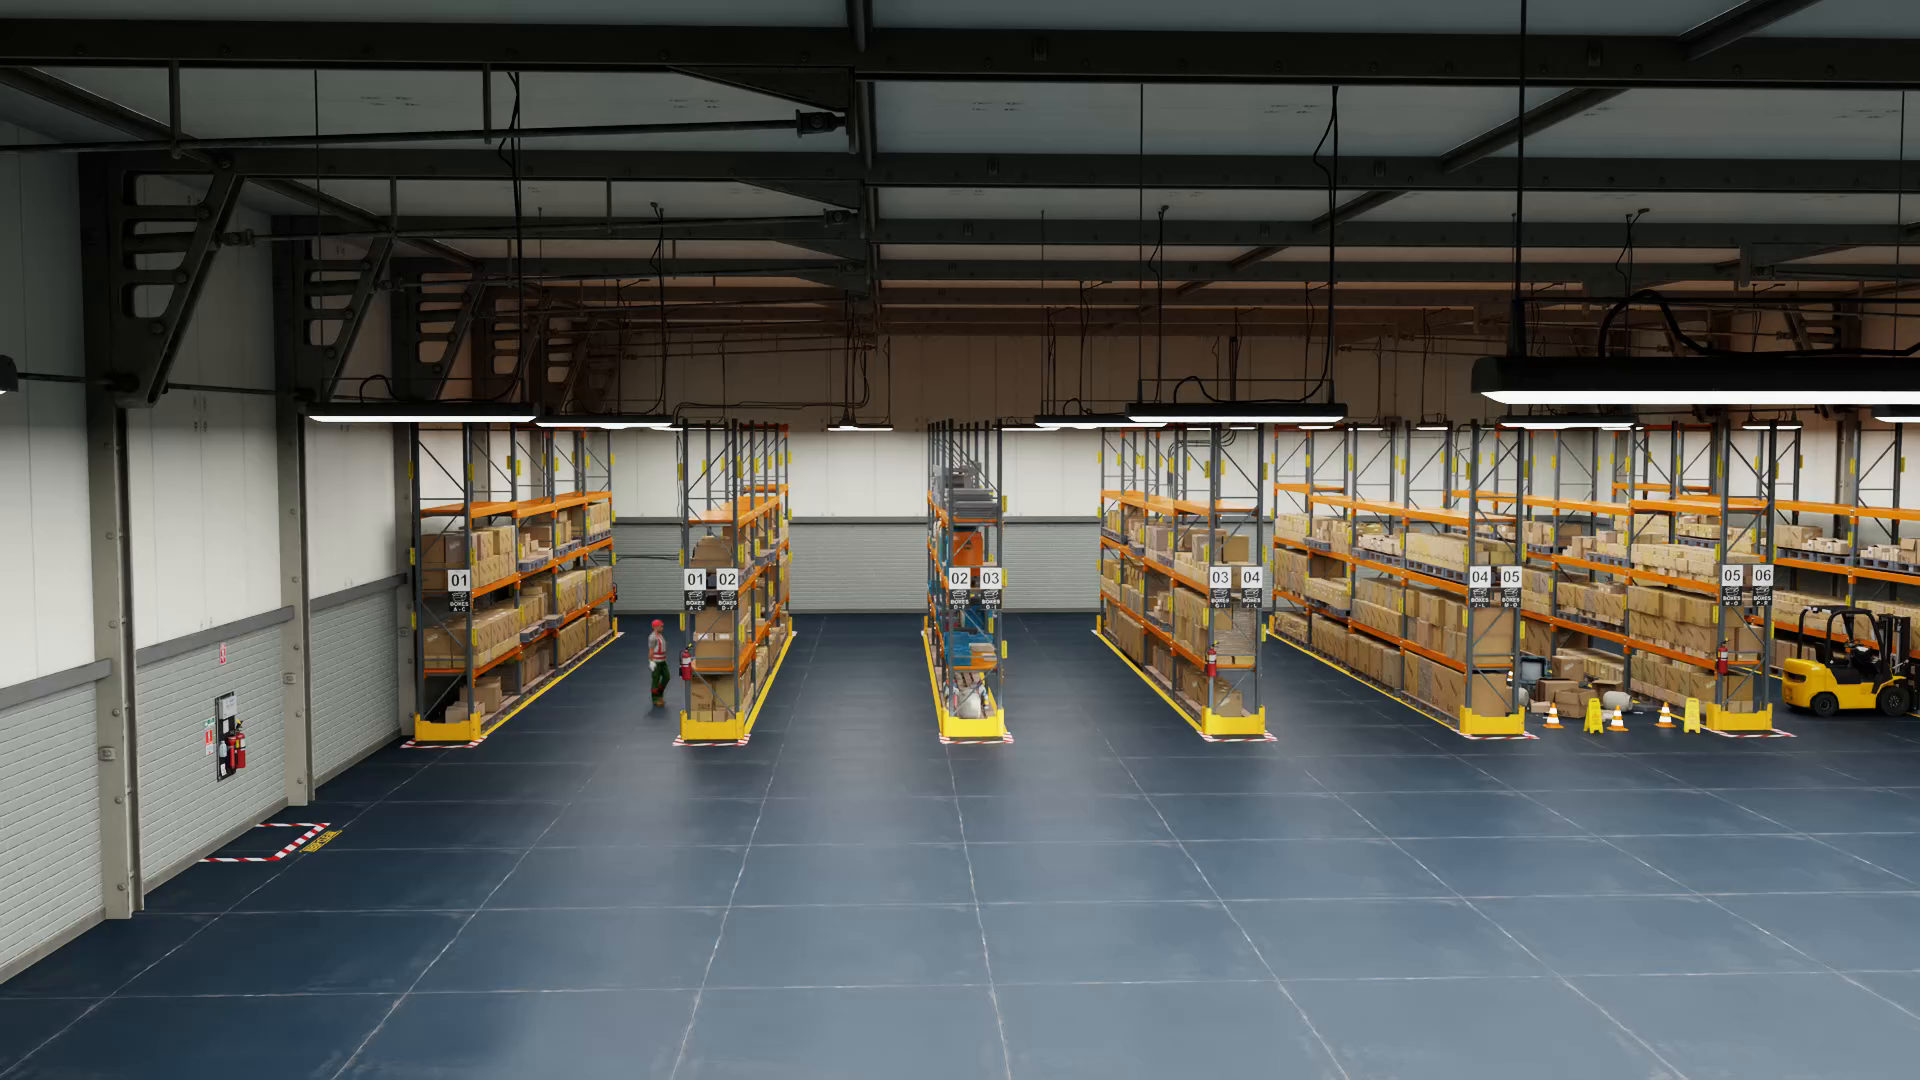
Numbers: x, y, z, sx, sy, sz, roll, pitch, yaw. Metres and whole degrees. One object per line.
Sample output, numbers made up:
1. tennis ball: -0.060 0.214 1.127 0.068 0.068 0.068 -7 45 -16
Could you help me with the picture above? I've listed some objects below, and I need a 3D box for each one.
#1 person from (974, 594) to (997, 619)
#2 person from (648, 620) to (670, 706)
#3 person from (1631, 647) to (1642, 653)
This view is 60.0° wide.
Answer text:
1. person: 0.682 1.592 51.152 1.123 1.735 0.702 1 4 17
2. person: -6.372 2.591 35.121 0.384 1.813 0.612 1 4 13
3. person: 17.517 2.123 43.106 0.553 1.721 0.651 -2 4 -24
